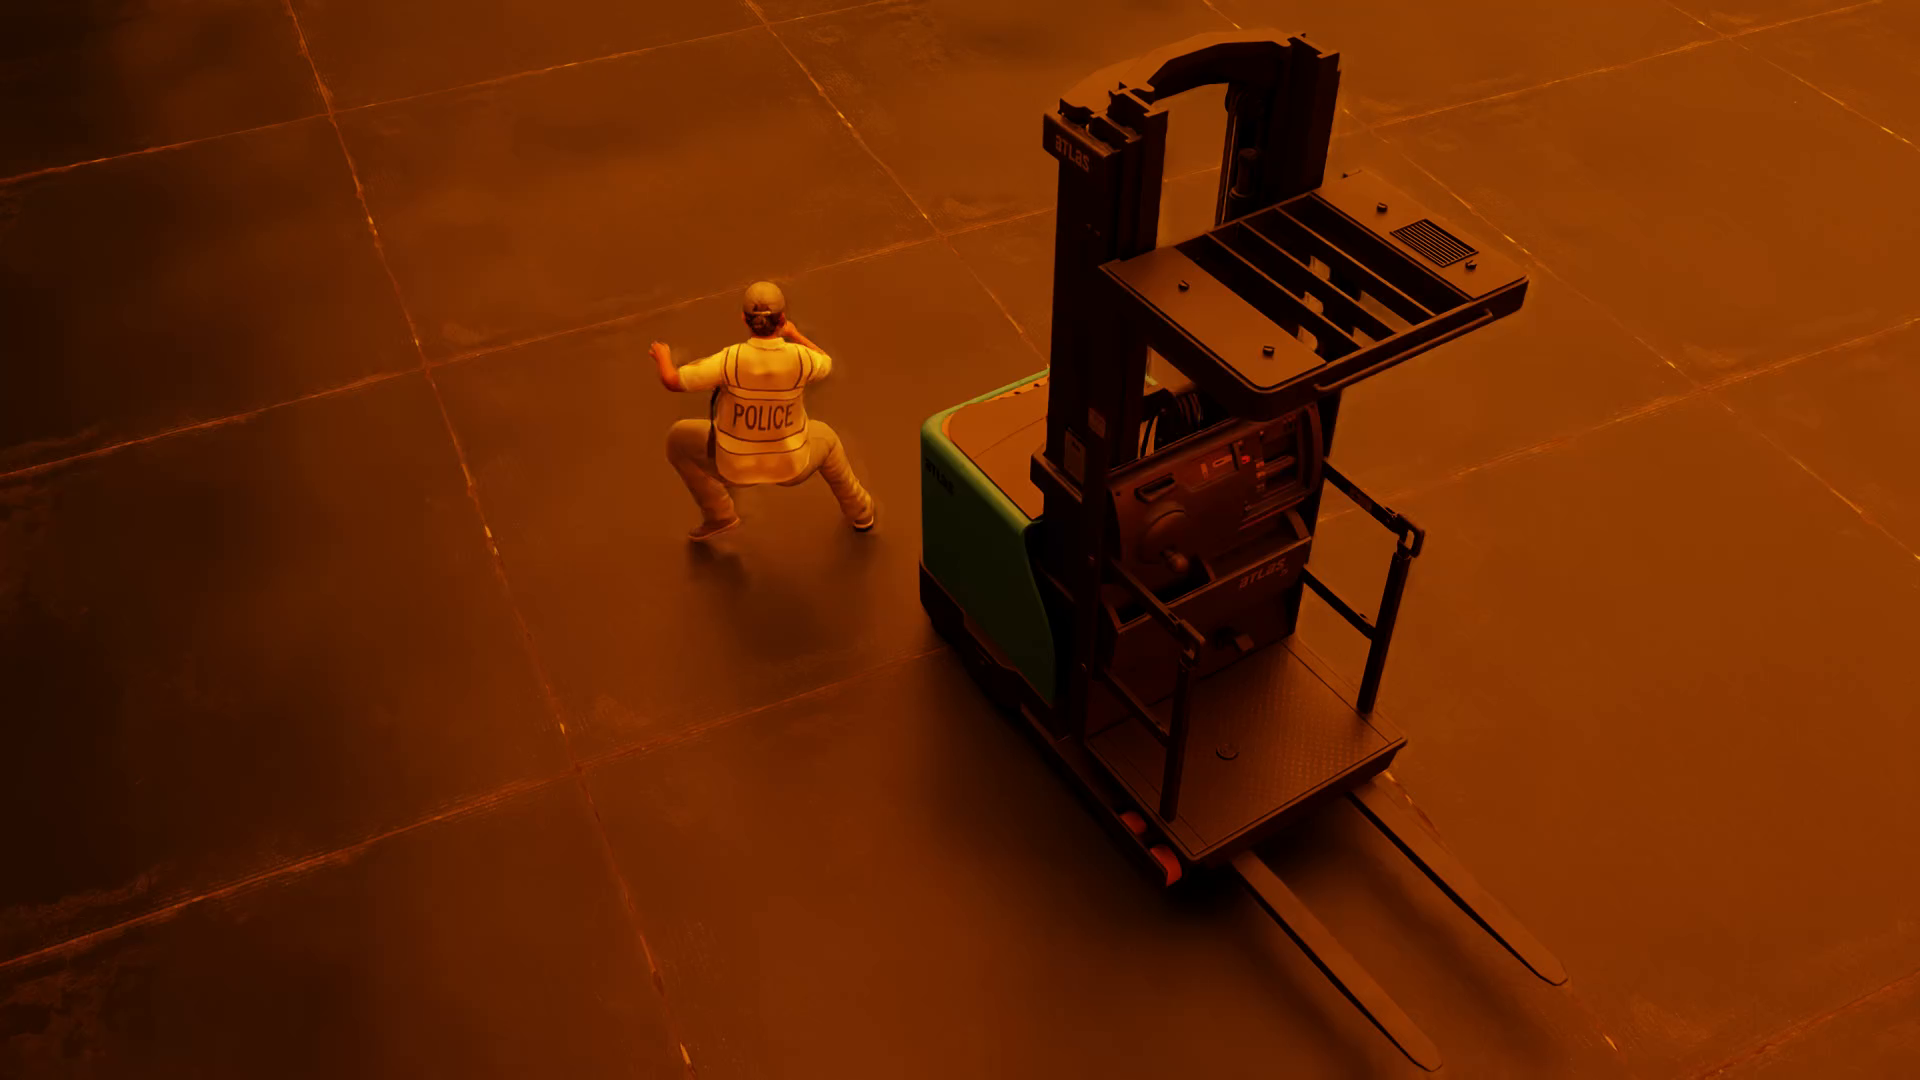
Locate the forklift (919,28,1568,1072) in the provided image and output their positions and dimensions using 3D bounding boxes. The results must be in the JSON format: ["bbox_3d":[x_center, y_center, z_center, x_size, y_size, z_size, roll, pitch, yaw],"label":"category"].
[{"bbox_3d":[1.042,-0.111,5.799,1.130,2.935,3.031,-24,48,-23],"label":"forklift"}]

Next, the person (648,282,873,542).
[{"bbox_3d":[-0.862,-0.558,7.381,0.951,1.451,0.743,-7,44,-8],"label":"person"}]
